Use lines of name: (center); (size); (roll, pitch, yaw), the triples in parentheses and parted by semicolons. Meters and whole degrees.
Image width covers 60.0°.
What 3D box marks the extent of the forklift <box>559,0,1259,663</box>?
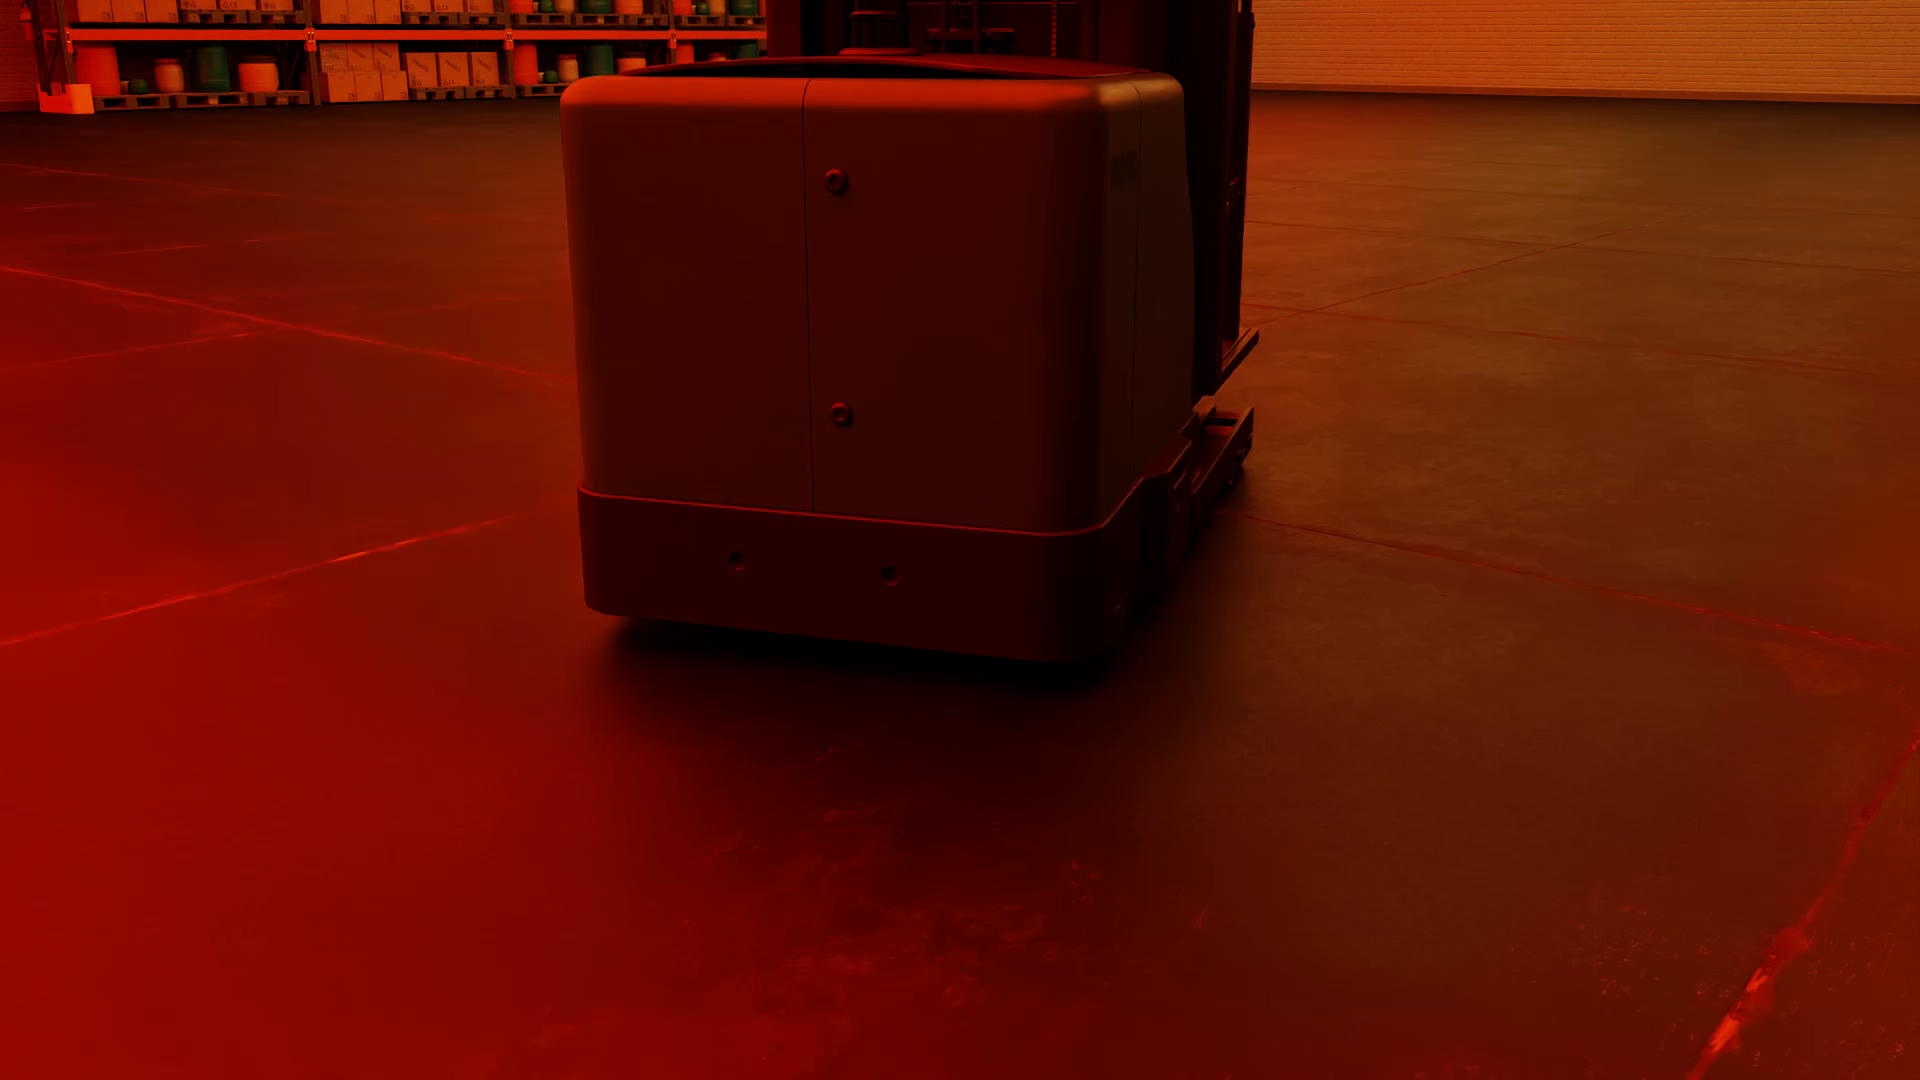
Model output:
forklift: (0.182, -1.571, 4.072); (1.130, 2.935, 3.031); (5, 18, 17)
